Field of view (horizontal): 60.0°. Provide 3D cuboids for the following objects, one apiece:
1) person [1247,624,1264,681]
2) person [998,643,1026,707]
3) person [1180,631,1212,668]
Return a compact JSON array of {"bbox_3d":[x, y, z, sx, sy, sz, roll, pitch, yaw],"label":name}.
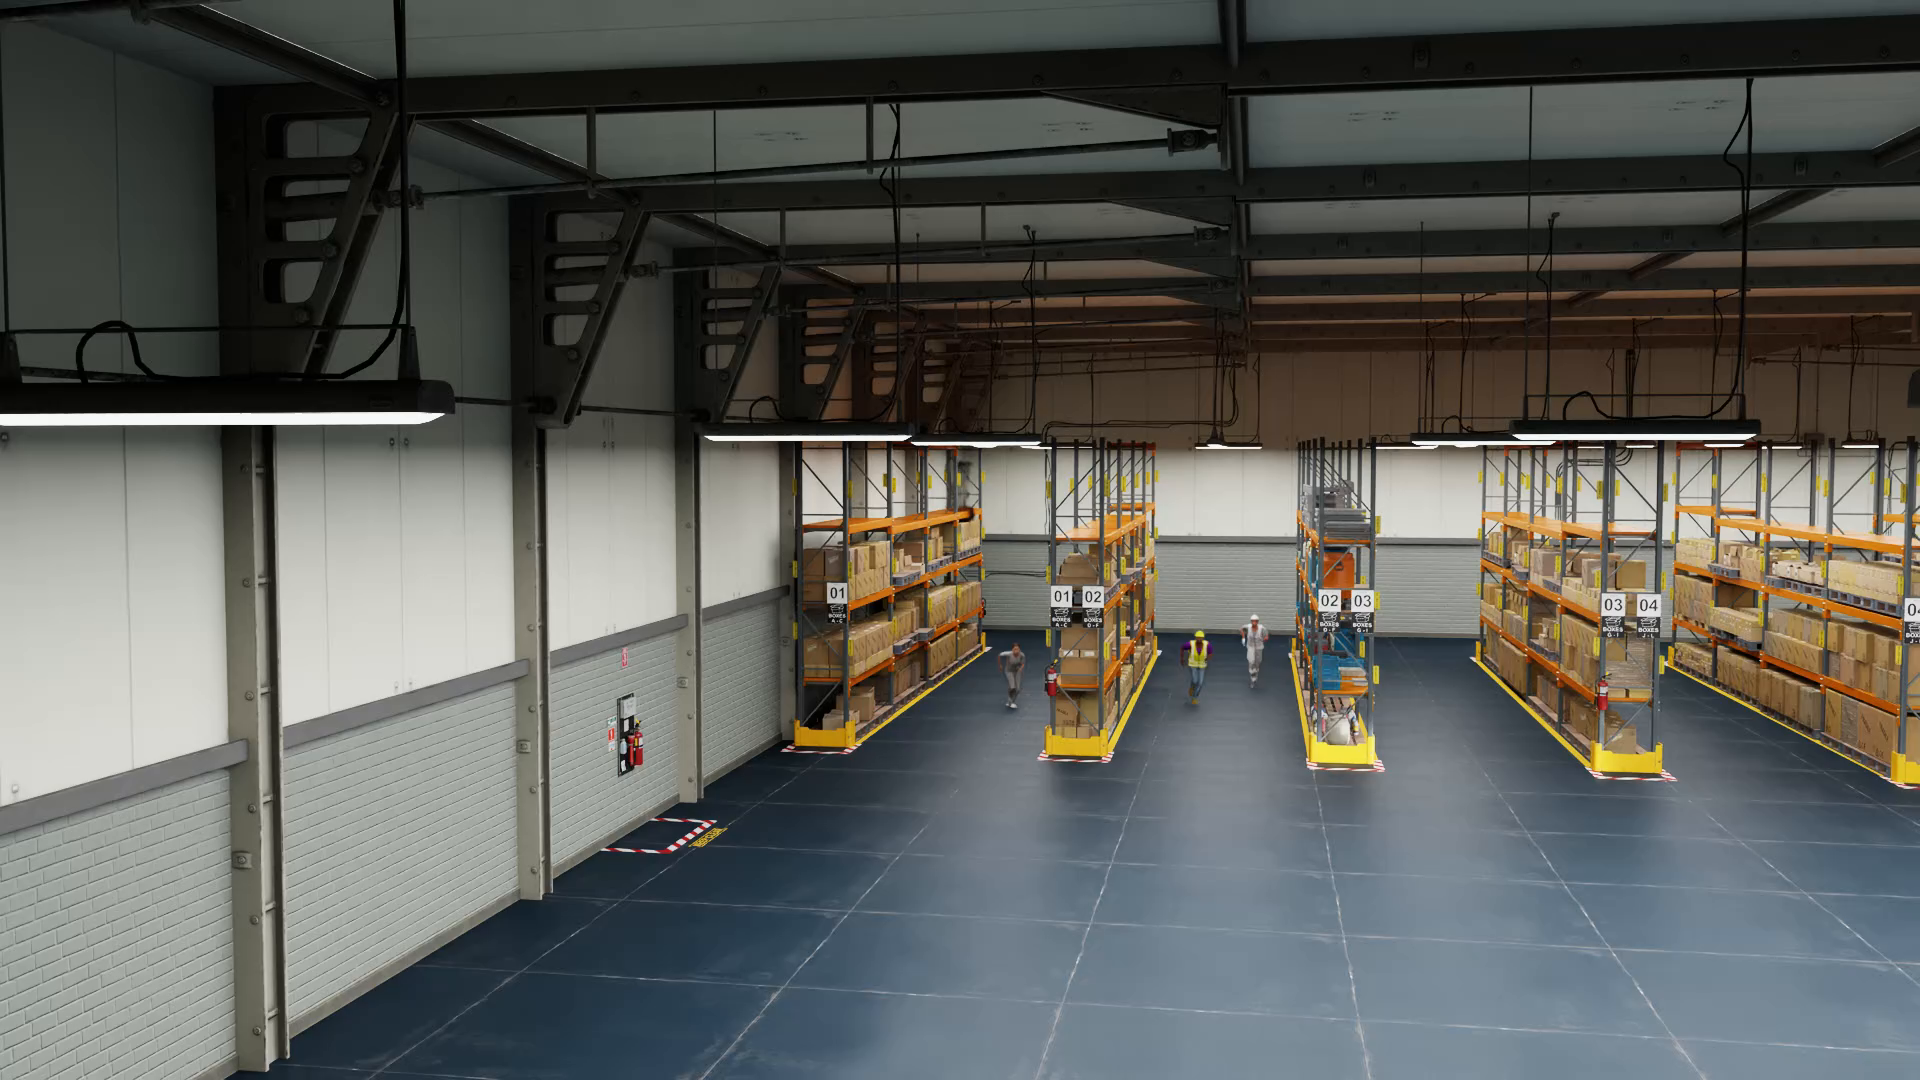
[{"bbox_3d":[7.209,2.727,40.649,0.415,1.372,0.907,0,3,6],"label":"person"},{"bbox_3d":[1.153,3.013,37.052,0.591,1.503,0.816,-1,3,-12],"label":"person"},{"bbox_3d":[5.383,2.477,37.638,0.685,0.846,0.674,0,3,-7],"label":"person"}]
